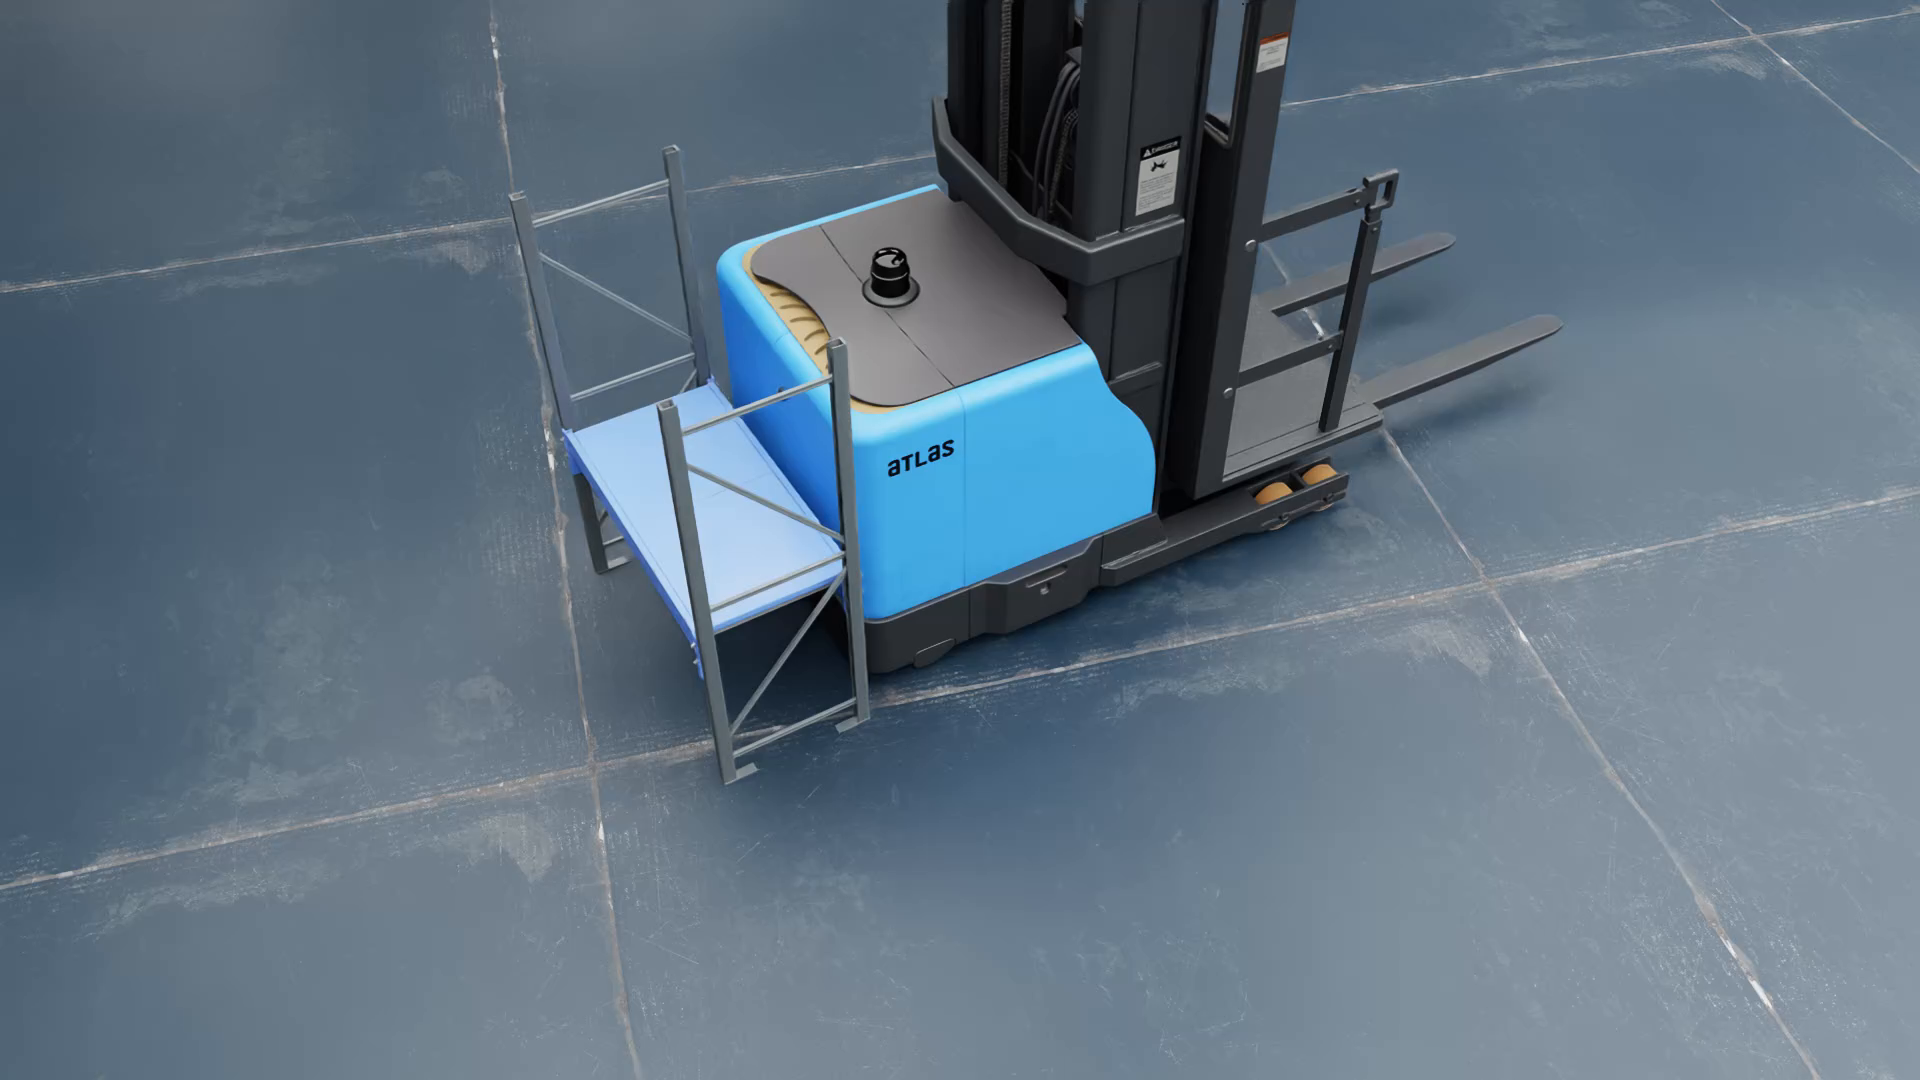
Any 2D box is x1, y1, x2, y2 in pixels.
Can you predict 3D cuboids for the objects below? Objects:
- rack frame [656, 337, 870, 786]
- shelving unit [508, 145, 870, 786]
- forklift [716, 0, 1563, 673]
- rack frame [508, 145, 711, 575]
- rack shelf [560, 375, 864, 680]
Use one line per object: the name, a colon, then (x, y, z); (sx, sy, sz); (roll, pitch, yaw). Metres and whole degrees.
rack frame: (-0.503, 0.118, 4.584); (0.500, 1.500, 0.032); (-23, 50, -21)
shelving unit: (-0.763, -0.194, 4.890); (0.538, 1.500, 1.048); (-23, 50, -21)
forklift: (0.775, -1.373, 5.043); (3.031, 2.935, 1.130); (-21, 49, -20)
rack frame: (-1.022, -0.506, 5.196); (0.500, 1.500, 0.032); (-23, 50, -21)
rack shelf: (-0.763, -0.068, 5.019); (0.538, 0.185, 1.000); (-23, 50, -21)
